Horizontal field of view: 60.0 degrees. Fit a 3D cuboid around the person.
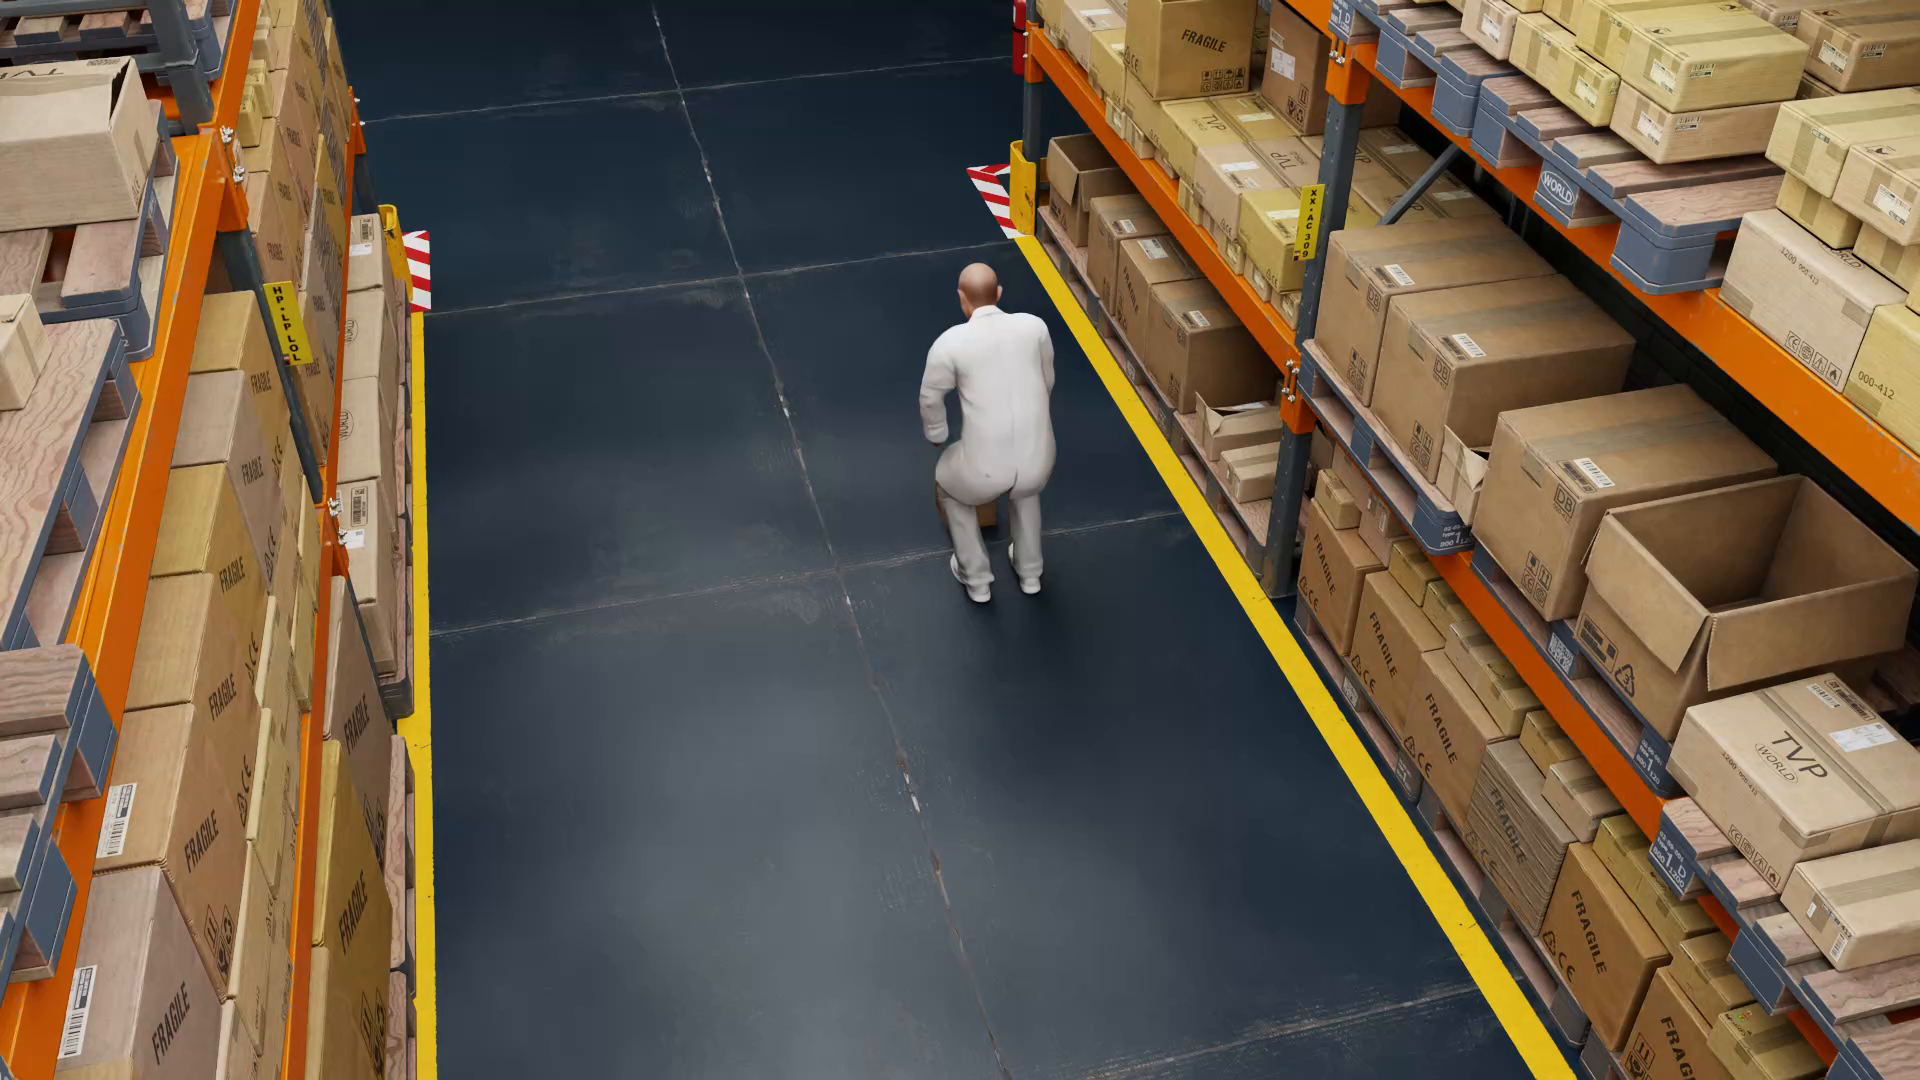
[{"bbox_3d":[0.138,-0.448,7.489,0.626,1.564,0.613,-9,39,-11],"label":"person"}]
